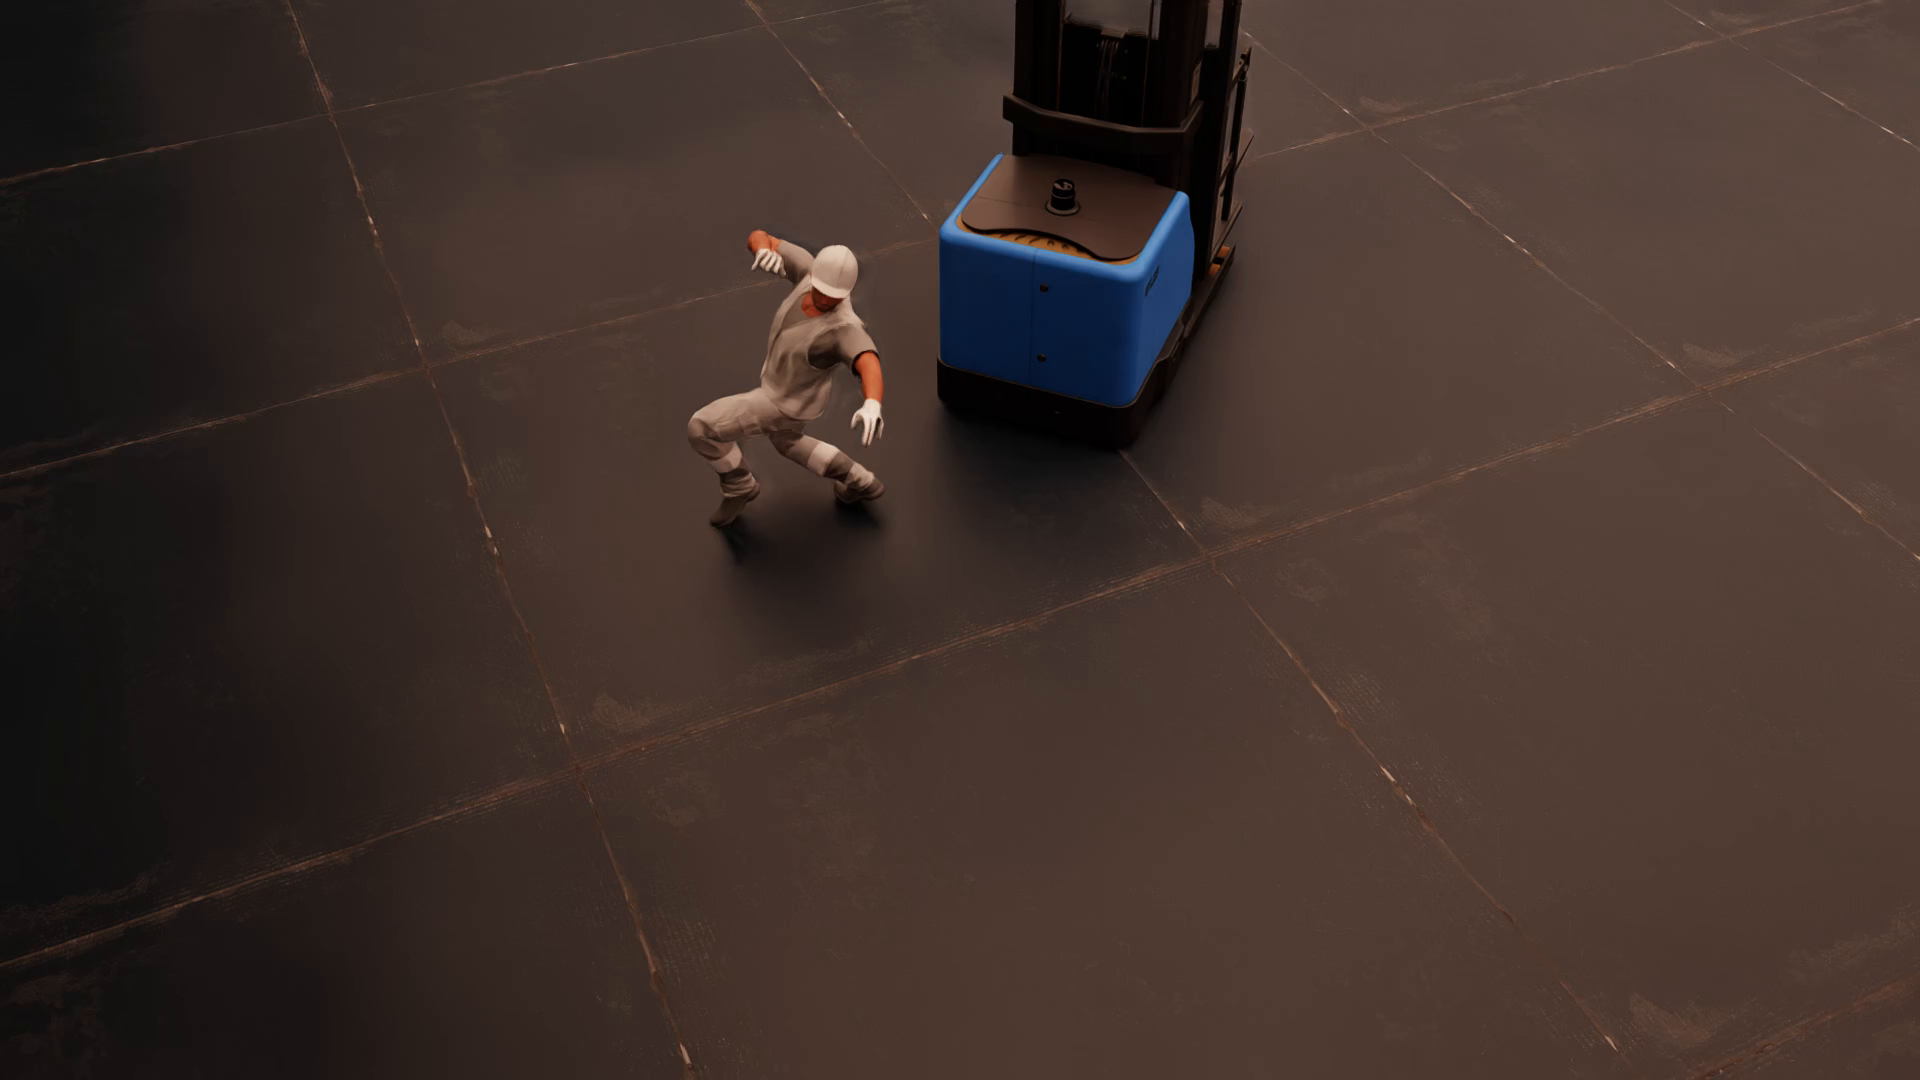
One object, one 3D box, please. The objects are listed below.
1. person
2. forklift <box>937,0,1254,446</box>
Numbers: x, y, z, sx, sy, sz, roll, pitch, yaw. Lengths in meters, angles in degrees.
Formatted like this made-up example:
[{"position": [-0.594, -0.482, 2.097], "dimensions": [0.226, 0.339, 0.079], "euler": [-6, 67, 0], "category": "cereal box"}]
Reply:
[{"position": [-0.778, -0.528, 7.291], "dimensions": [0.890, 1.533, 1.096], "euler": [-3, 43, -3], "category": "person"}, {"position": [0.912, -2.553, 8.416], "dimensions": [1.130, 2.935, 3.031], "euler": [16, 45, 16], "category": "forklift"}]
